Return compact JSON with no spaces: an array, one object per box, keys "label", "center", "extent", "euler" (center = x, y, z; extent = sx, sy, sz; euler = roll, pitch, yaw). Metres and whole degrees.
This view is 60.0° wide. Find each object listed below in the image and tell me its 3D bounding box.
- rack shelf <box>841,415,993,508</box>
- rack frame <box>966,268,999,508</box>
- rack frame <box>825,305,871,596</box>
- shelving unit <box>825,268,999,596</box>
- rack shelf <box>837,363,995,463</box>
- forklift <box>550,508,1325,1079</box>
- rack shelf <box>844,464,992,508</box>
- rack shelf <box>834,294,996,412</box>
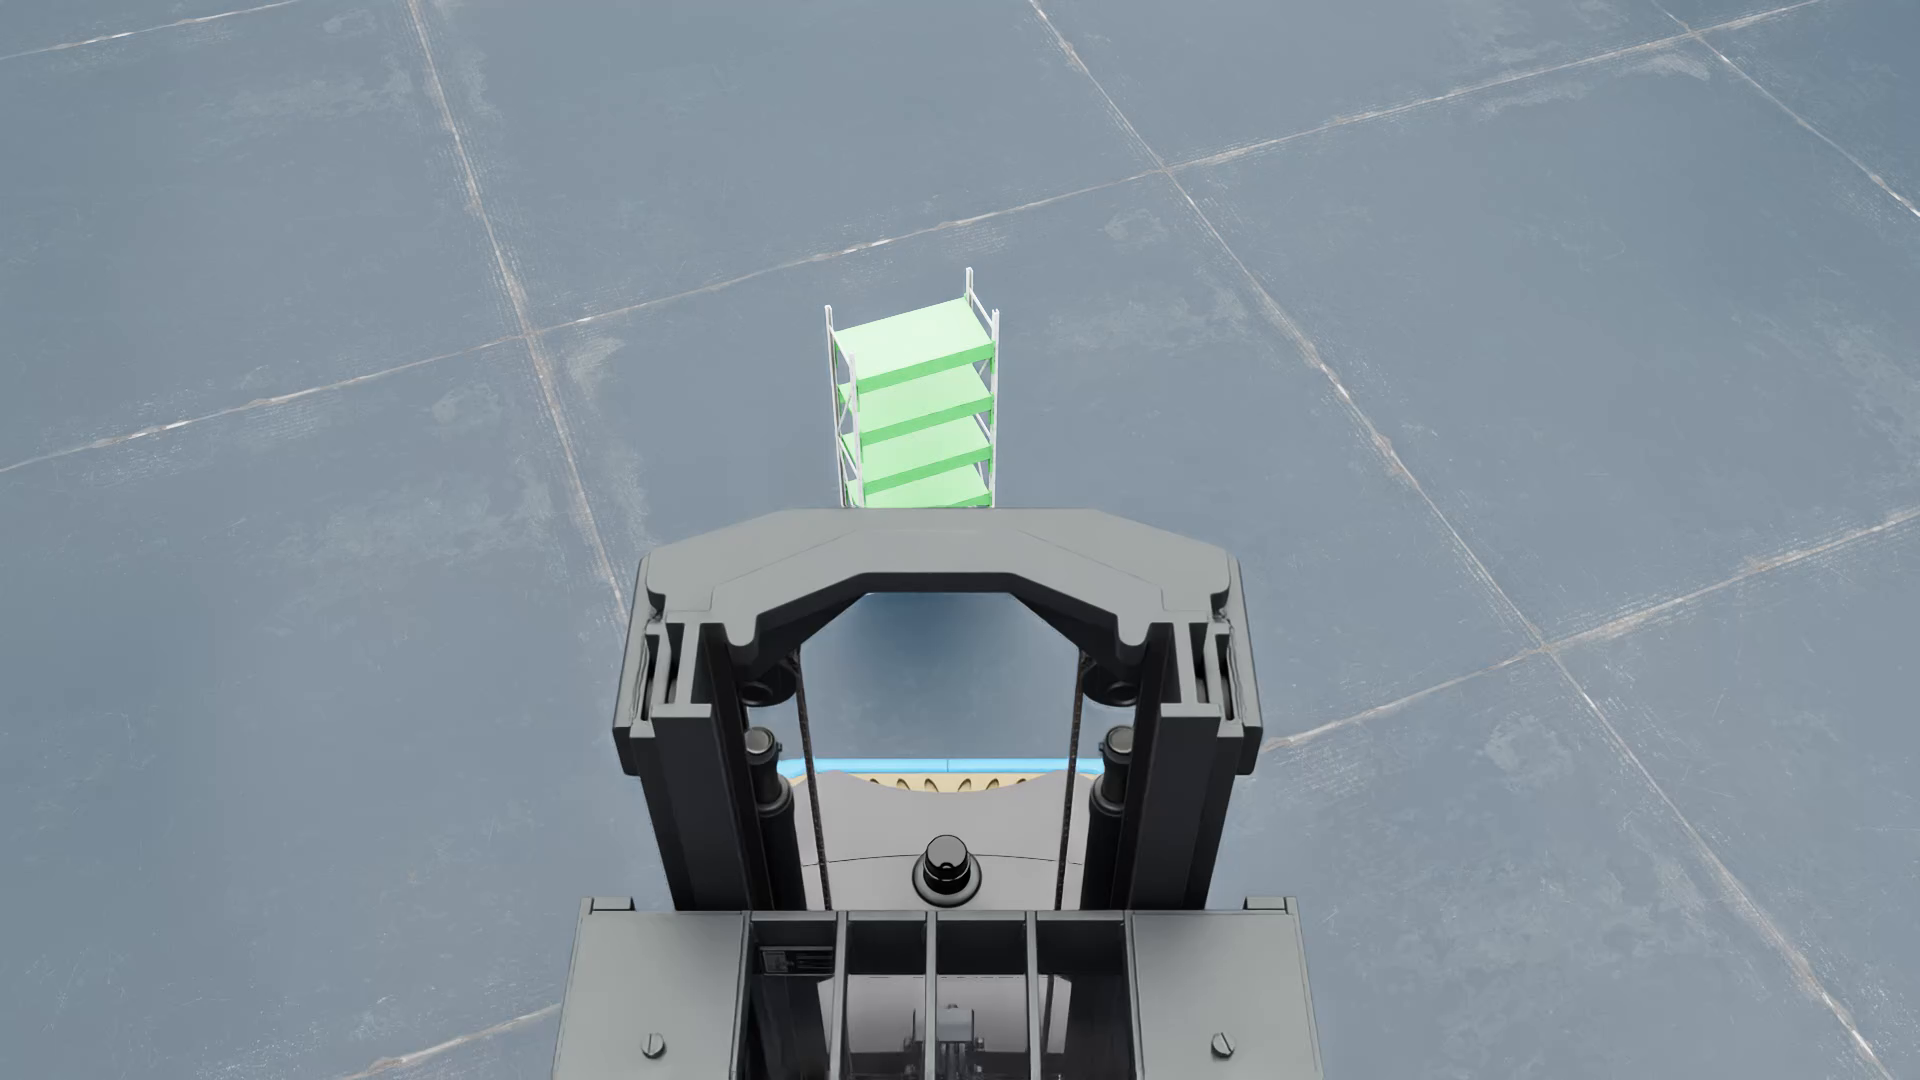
[{"label":"rack shelf","center":[-0.153,-0.302,5.803],"extent":[0.480,0.148,0.258],"euler":[-17,52,-14]},{"label":"rack frame","center":[0.073,-0.413,5.814],"extent":[0.015,1.200,0.240],"euler":[-17,52,-14]},{"label":"rack frame","center":[-0.379,-0.273,5.694],"extent":[0.015,1.200,0.240],"euler":[-17,52,-14]},{"label":"shelving unit","center":[-0.153,-0.343,5.754],"extent":[0.503,1.200,0.258],"euler":[-17,52,-14]},{"label":"rack shelf","center":[-0.153,-0.458,5.620],"extent":[0.480,0.148,0.258],"euler":[-17,52,-14]},{"label":"forklift","center":[-0.031,1.439,3.082],"extent":[1.130,2.935,3.031],"euler":[0,49,0]},{"label":"rack shelf","center":[-0.153,-0.145,5.985],"extent":[0.480,0.148,0.258],"euler":[-17,52,-14]},{"label":"rack shelf","center":[-0.153,-0.615,5.438],"extent":[0.480,0.148,0.258],"euler":[-17,52,-14]}]
